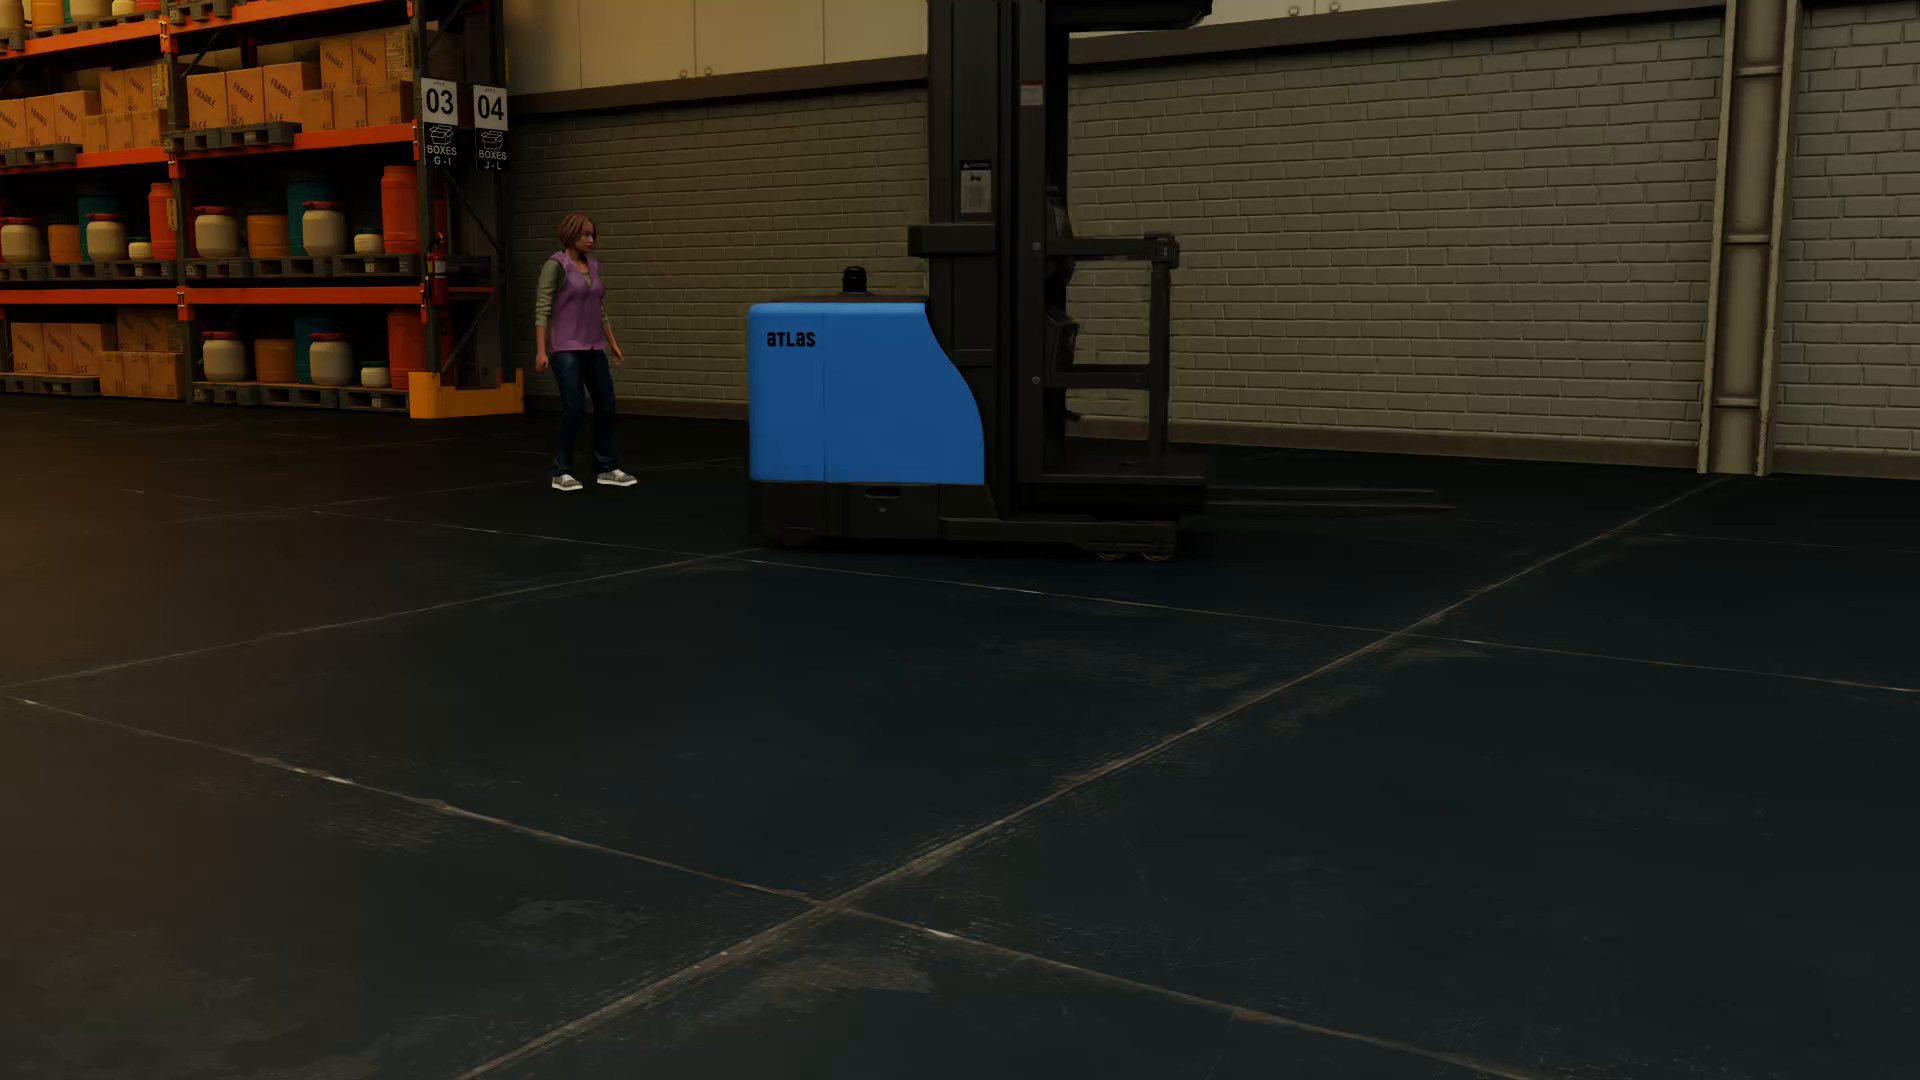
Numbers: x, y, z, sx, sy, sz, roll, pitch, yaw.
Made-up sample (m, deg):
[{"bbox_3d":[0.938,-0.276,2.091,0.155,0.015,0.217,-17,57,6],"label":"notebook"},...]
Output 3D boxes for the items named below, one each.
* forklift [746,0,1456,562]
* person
[{"bbox_3d":[0.626,-1.441,7.325,3.031,2.935,1.130,1,8,8],"label":"forklift"},{"bbox_3d":[-2.186,-1.079,9.571,0.362,1.583,0.580,5,9,31],"label":"person"}]
